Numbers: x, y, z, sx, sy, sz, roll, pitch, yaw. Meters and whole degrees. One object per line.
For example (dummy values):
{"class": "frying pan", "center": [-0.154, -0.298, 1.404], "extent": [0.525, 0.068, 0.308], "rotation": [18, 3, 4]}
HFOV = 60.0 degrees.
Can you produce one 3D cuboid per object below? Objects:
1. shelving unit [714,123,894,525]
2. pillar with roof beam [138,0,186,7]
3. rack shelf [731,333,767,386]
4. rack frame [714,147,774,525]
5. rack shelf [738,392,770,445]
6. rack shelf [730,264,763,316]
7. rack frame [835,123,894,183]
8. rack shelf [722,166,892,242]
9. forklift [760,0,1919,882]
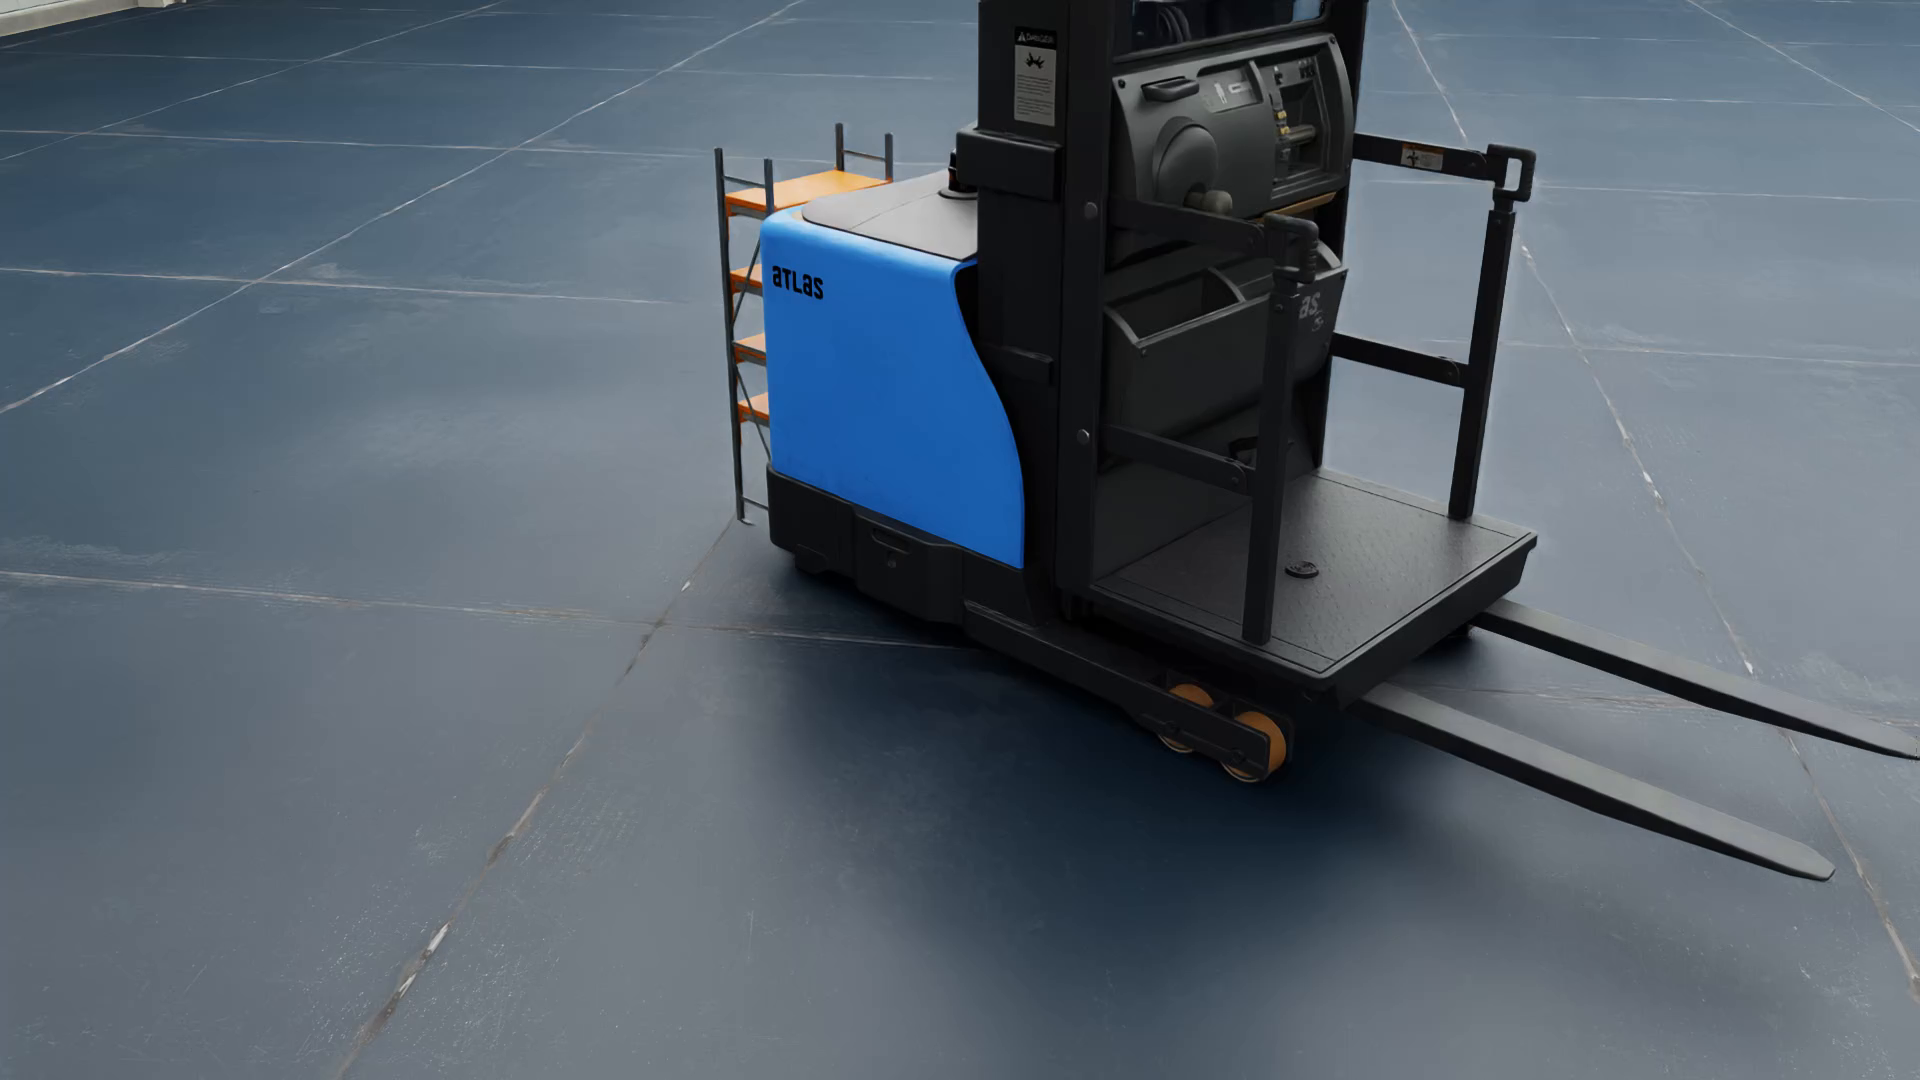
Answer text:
{"class": "shelving unit", "center": [-0.463, -0.651, 5.226], "extent": [0.258, 1.200, 0.503], "rotation": [21, 32, 38]}
{"class": "pillar with roof beam", "center": [-3.839, -9.200, 14.290], "extent": [9.100, 9.000, 0.400], "rotation": [4, 25, 9]}
{"class": "rack shelf", "center": [-0.463, -0.590, 5.254], "extent": [0.258, 0.148, 0.480], "rotation": [21, 32, 38]}
{"class": "rack frame", "center": [-0.628, -0.575, 5.063], "extent": [0.240, 1.200, 0.015], "rotation": [21, 32, 38]}
{"class": "rack shelf", "center": [-0.463, -0.410, 5.339], "extent": [0.258, 0.148, 0.480], "rotation": [21, 32, 38]}
{"class": "rack shelf", "center": [-0.463, -0.793, 5.160], "extent": [0.258, 0.148, 0.480], "rotation": [21, 32, 38]}
{"class": "rack frame", "center": [-0.298, -0.727, 5.388], "extent": [0.240, 1.200, 0.015], "rotation": [21, 32, 38]}
{"class": "rack shelf", "center": [-0.463, -1.007, 5.059], "extent": [0.258, 0.148, 0.480], "rotation": [21, 32, 38]}
{"class": "forklift", "center": [0.837, -0.995, 3.918], "extent": [3.031, 2.935, 1.130], "rotation": [22, 33, 38]}
